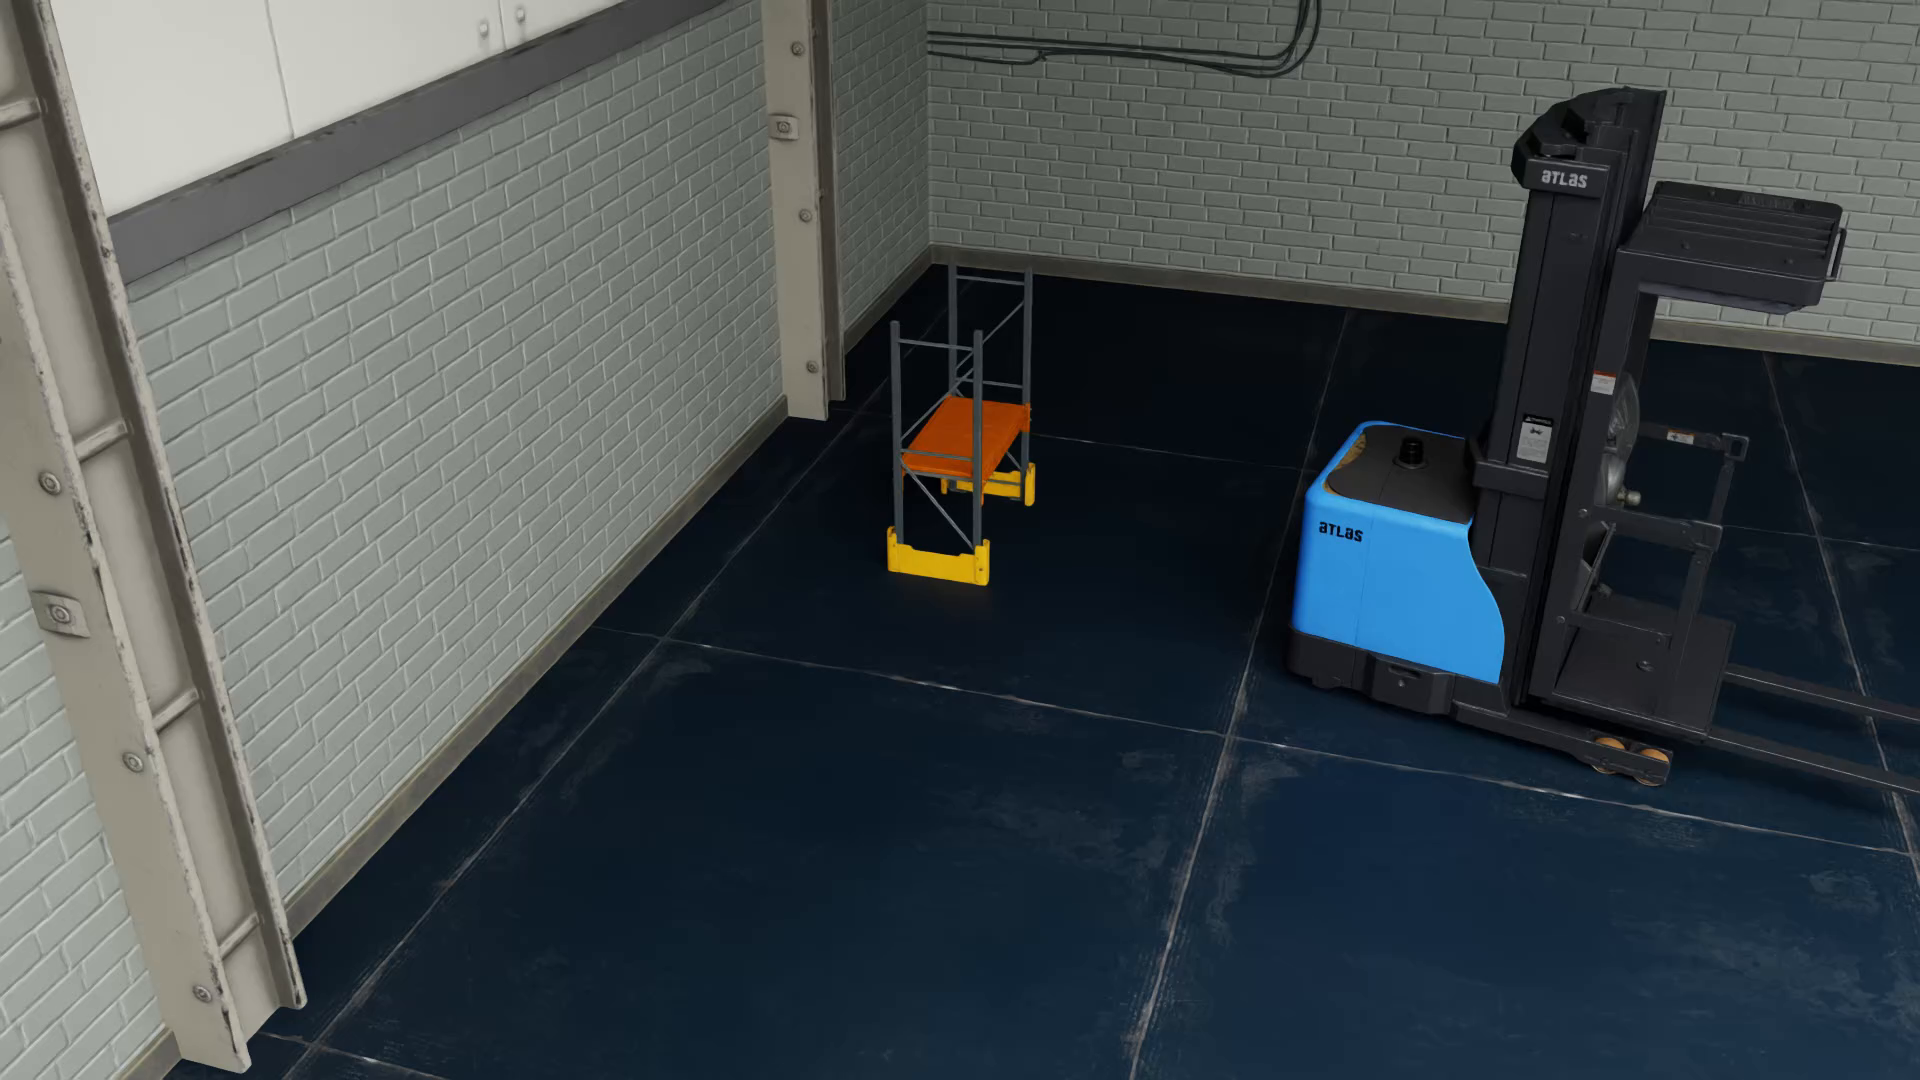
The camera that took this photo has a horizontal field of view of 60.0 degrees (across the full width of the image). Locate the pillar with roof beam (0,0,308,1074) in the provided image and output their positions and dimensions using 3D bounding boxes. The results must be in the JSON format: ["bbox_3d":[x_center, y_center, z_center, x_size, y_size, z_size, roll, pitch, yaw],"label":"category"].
[{"bbox_3d":[1.361,-1.447,3.094,9.100,9.000,0.400,8,30,15],"label":"pillar with roof beam"}]

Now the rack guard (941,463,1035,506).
[{"bbox_3d":[0.169,-0.376,10.169,0.587,0.250,0.087,8,30,15],"label":"rack guard"}]

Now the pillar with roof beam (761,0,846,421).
[{"bbox_3d":[3.122,-4.235,8.107,9.100,9.000,0.400,8,30,15],"label":"pillar with roof beam"}]

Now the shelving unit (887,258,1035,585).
[{"bbox_3d":[0.022,-0.691,9.449,0.587,1.500,1.083,8,30,15],"label":"shelving unit"}]

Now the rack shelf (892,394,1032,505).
[{"bbox_3d":[0.025,-0.538,9.544,0.538,0.185,1.000,8,30,15],"label":"rack shelf"}]

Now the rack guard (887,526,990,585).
[{"bbox_3d":[-0.124,0.087,9.337,0.587,0.250,0.087,8,30,15],"label":"rack guard"}]

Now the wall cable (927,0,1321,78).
[{"bbox_3d":[1.136,-4.673,12.088,3.097,2.526,0.112,8,30,15],"label":"wall cable"}]

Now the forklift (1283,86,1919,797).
[{"bbox_3d":[3.190,-0.438,7.523,3.031,2.935,1.130,15,32,25],"label":"forklift"}]

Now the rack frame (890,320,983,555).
[{"bbox_3d":[-0.124,-0.459,9.032,0.500,1.500,0.032,8,30,15],"label":"rack frame"}]

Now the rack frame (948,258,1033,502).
[{"bbox_3d":[0.174,-0.931,9.881,0.500,1.500,0.032,8,30,15],"label":"rack frame"}]
